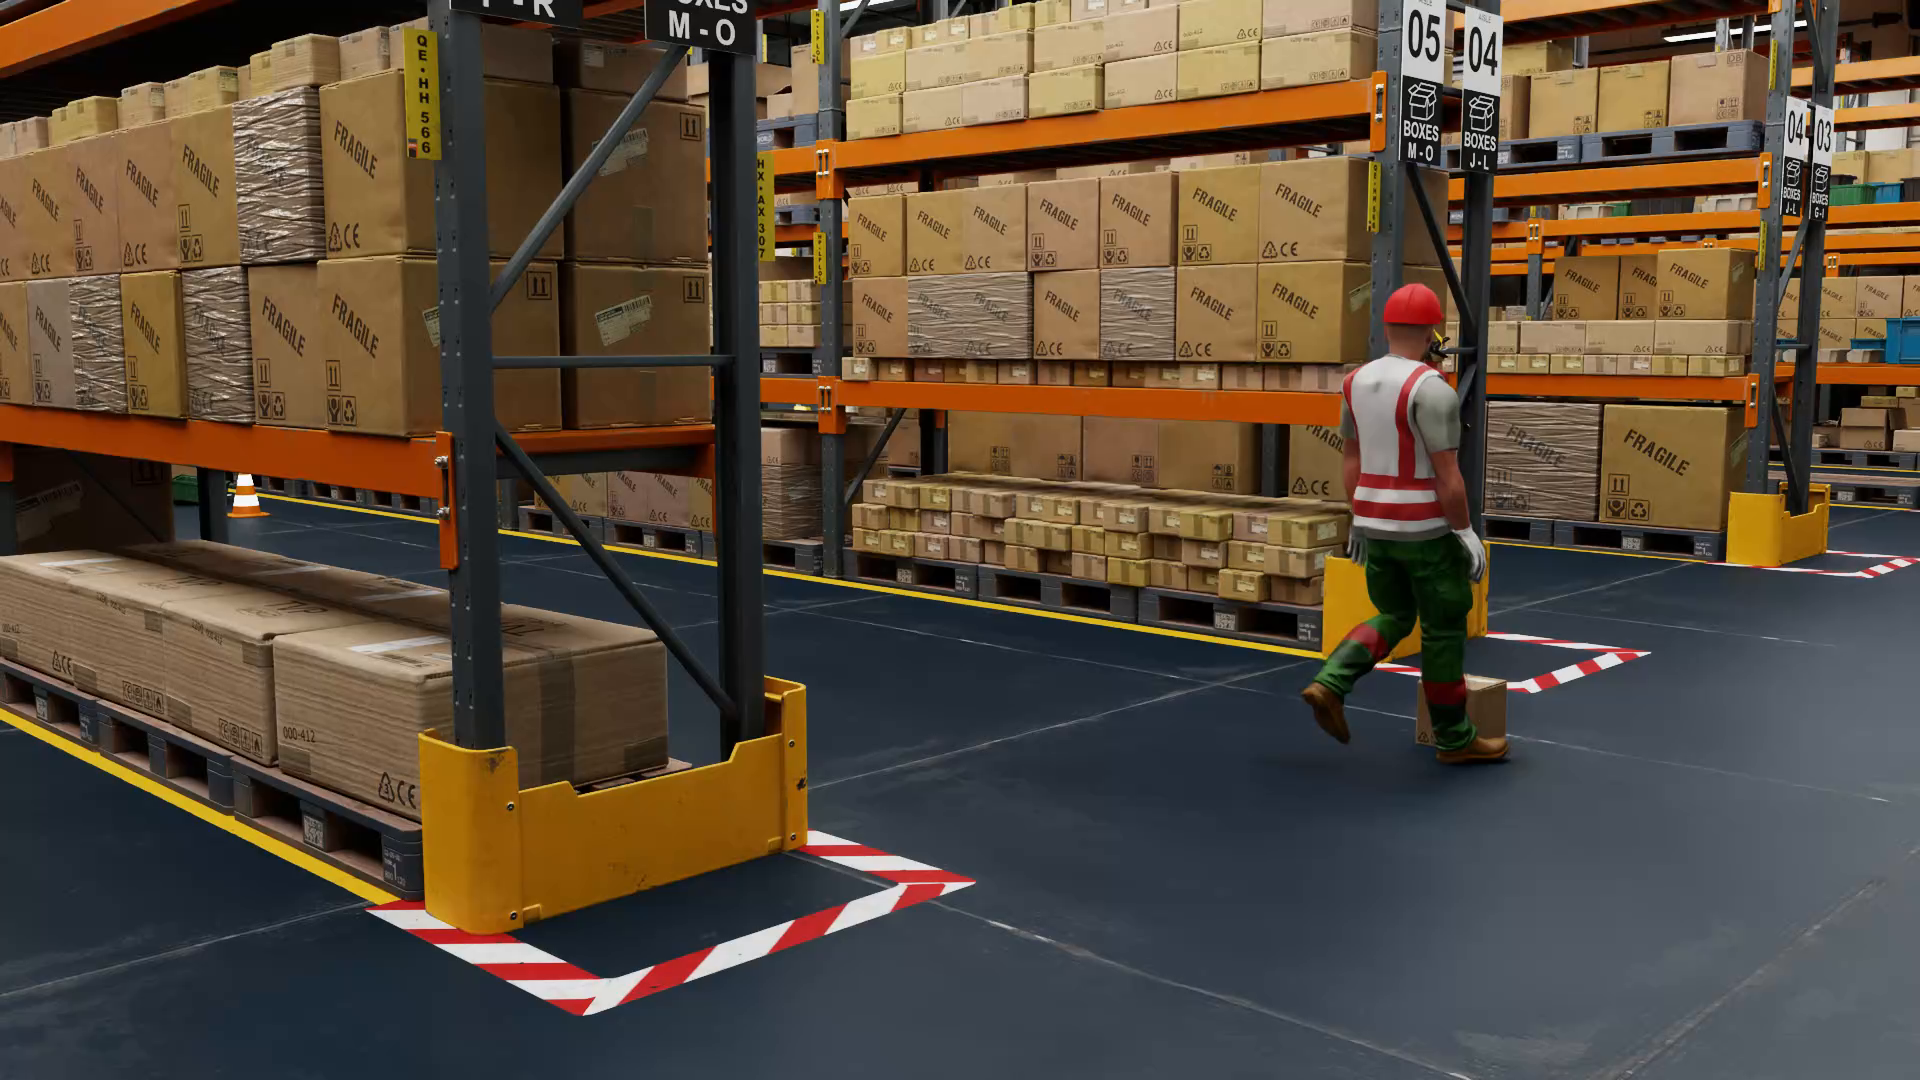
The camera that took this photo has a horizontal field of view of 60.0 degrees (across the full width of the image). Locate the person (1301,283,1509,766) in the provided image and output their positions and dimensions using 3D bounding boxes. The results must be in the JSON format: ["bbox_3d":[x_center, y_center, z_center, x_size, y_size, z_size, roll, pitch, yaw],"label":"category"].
[{"bbox_3d":[1.677,-0.042,6.076,0.792,1.769,0.590,-4,8,-29],"label":"person"}]
